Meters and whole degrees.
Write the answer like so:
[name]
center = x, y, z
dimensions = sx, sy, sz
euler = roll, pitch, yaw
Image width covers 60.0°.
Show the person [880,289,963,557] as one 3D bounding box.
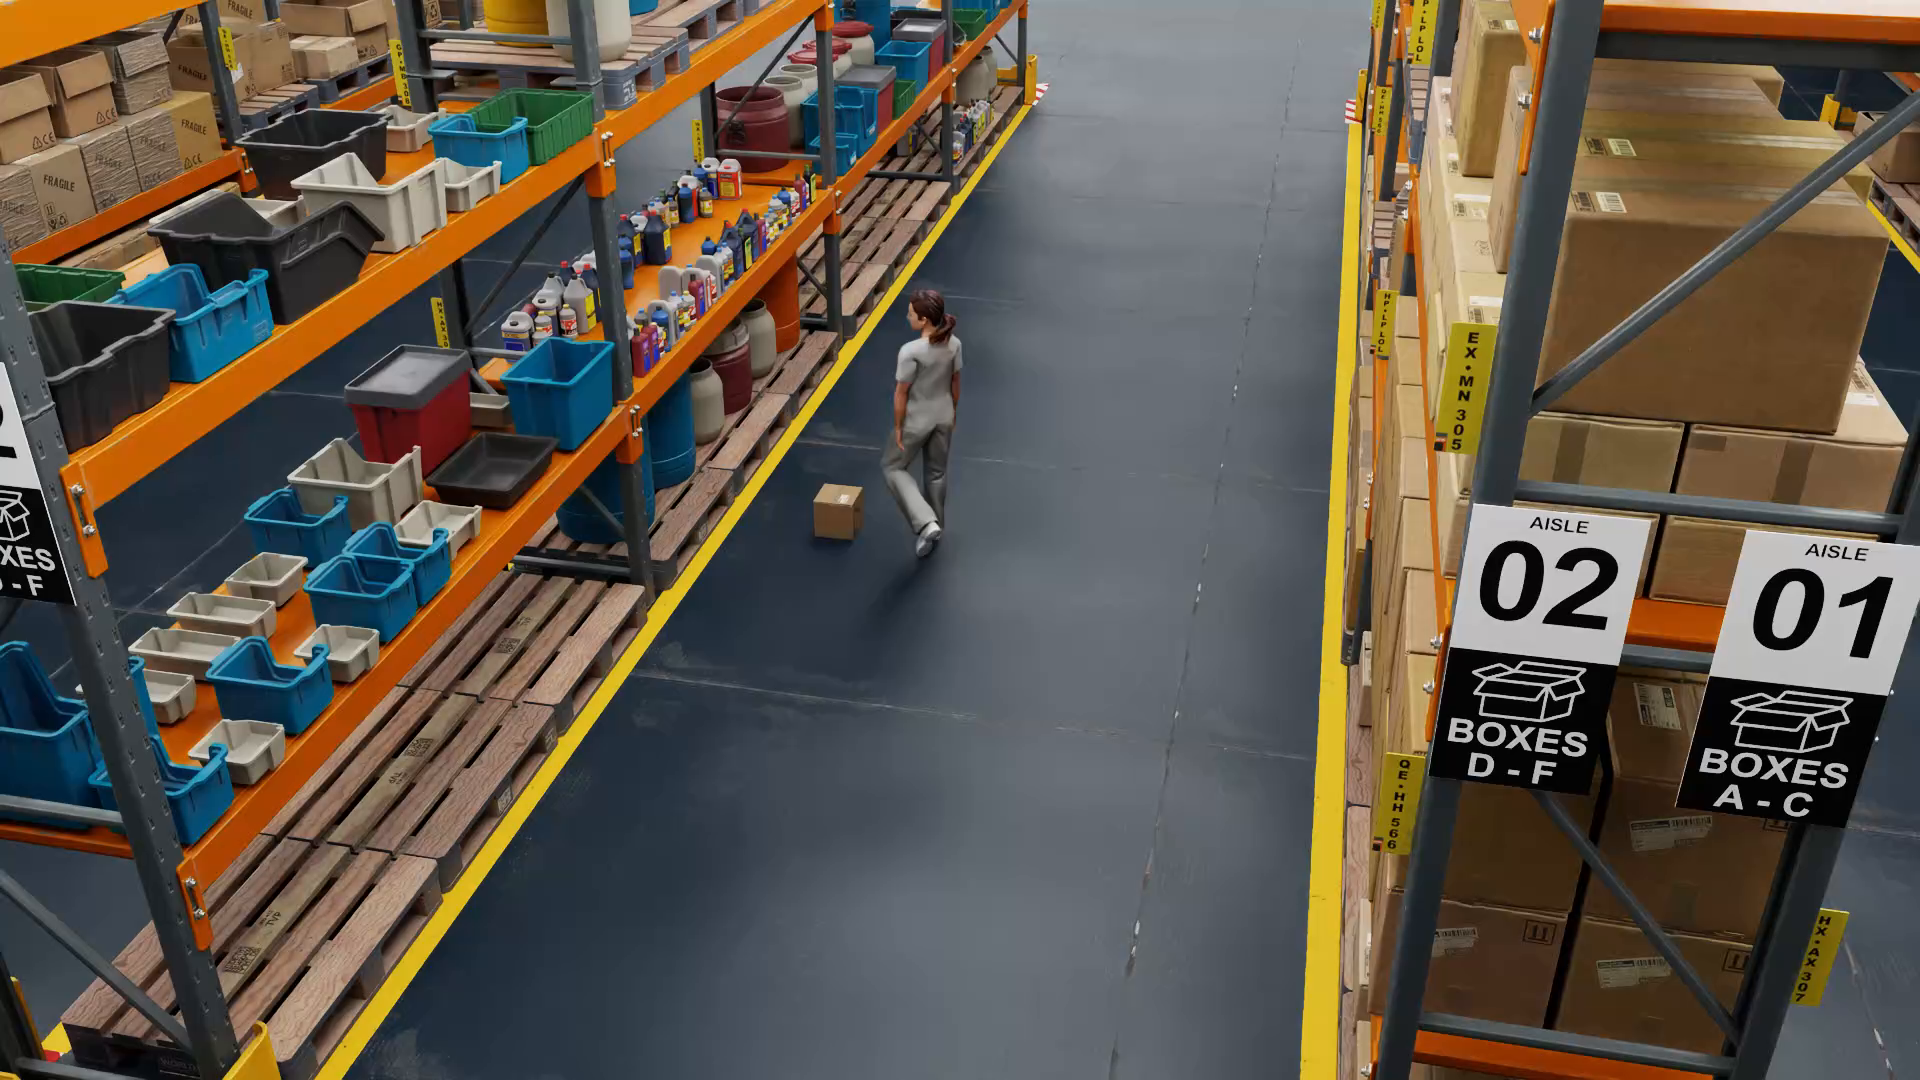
[person]
center = -0.196, -0.699, 9.869
dimensions = 0.491, 1.671, 0.614
euler = -16, 33, -27
